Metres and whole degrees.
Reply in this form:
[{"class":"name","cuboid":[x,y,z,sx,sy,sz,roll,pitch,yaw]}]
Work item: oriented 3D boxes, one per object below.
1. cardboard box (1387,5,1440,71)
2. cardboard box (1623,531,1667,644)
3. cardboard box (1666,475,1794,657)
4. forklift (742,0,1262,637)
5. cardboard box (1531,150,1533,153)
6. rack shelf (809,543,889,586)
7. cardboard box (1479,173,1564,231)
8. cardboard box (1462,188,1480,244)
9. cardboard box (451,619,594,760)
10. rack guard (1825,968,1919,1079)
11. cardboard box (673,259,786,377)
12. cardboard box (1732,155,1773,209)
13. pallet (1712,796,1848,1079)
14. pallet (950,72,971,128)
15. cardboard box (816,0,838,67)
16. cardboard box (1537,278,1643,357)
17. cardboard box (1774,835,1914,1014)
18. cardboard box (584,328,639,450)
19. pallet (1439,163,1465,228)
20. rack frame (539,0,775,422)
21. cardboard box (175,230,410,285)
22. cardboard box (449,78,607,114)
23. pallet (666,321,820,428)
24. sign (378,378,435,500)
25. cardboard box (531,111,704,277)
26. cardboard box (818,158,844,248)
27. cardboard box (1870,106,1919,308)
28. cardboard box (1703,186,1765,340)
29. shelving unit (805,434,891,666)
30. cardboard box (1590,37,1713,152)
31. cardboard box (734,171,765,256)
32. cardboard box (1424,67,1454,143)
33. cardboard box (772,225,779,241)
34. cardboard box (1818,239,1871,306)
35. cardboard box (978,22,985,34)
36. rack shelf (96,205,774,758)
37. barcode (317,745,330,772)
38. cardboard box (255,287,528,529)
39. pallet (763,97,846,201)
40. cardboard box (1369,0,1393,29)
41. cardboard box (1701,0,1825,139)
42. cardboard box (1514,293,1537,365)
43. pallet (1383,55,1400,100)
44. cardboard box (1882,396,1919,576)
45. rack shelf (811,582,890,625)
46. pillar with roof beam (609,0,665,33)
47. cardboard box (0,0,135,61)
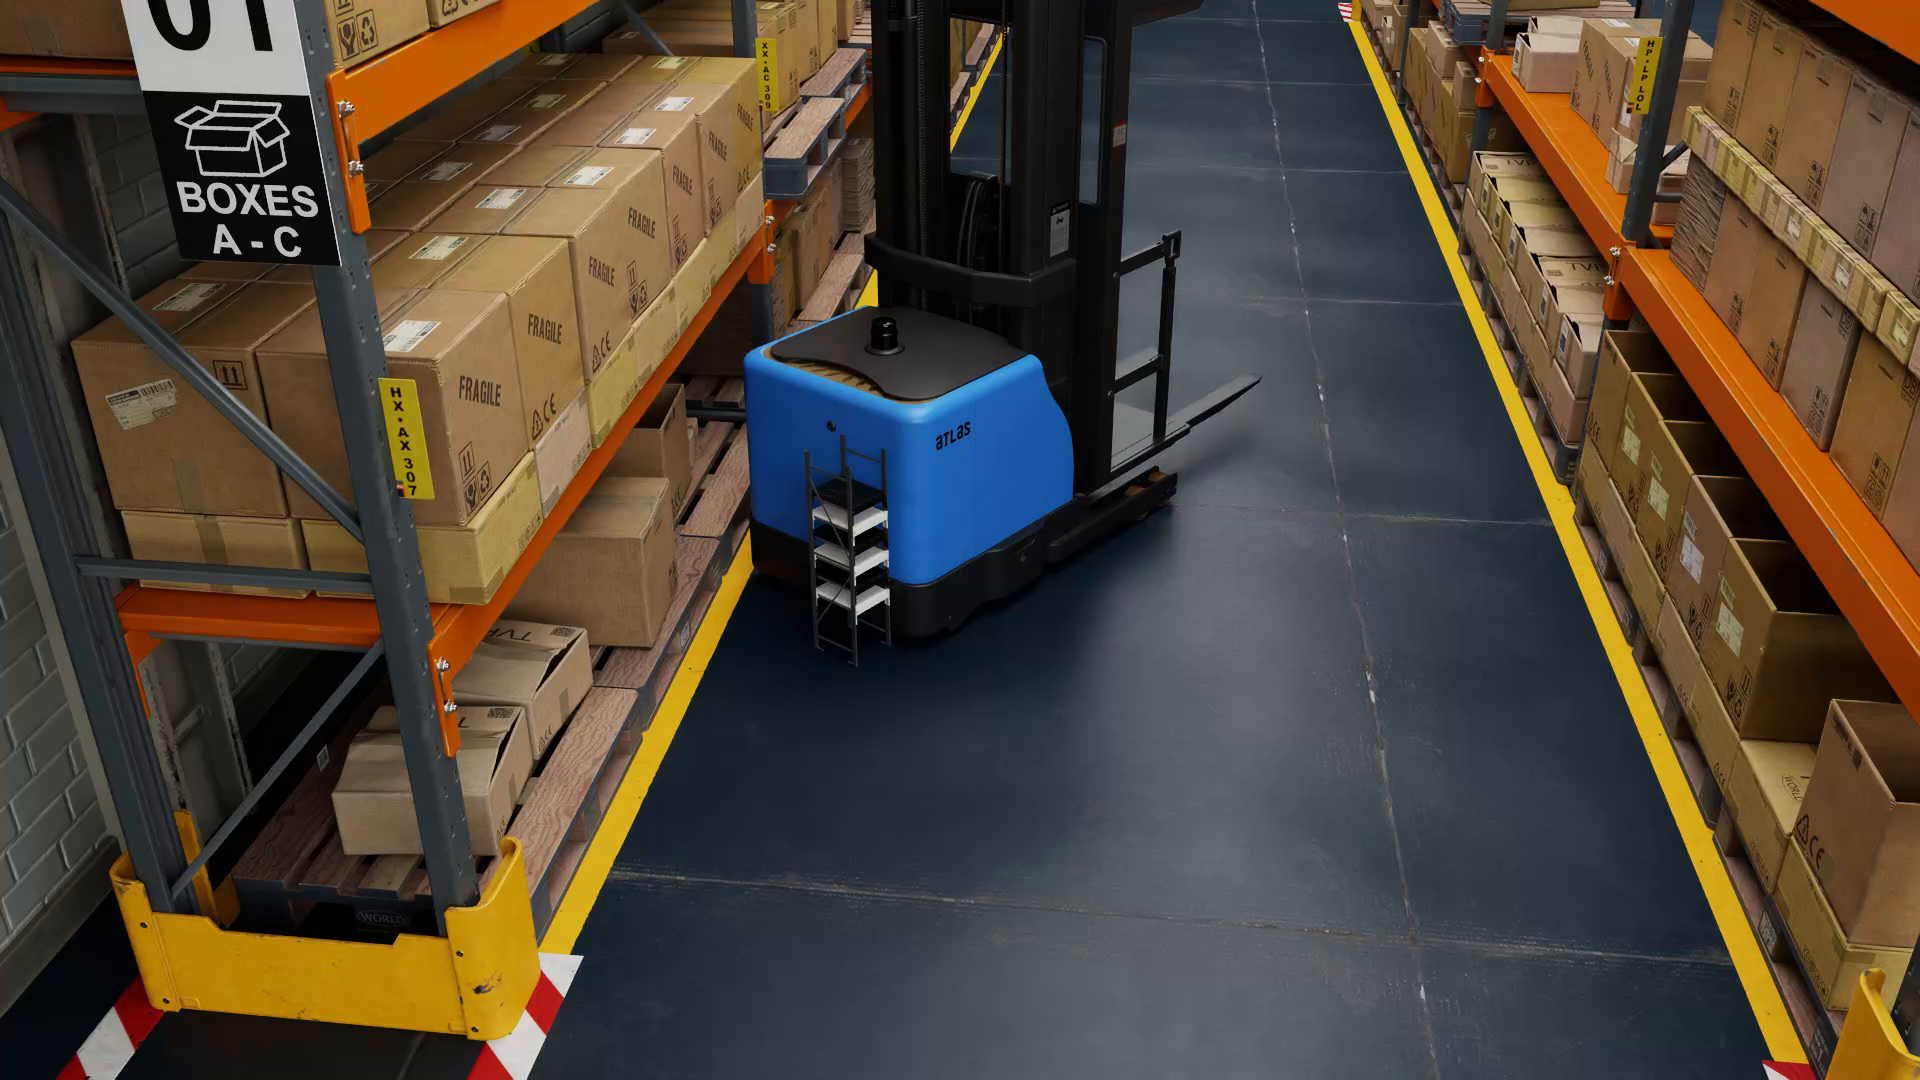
[{"class":"cardboard box","cuboid":[4.257,-4.640,15.372,0.500,0.500,0.500,3,28,6]},{"class":"cardboard box","cuboid":[2.998,0.200,6.672,0.500,0.250,0.500,3,28,6]},{"class":"cardboard box","cuboid":[2.939,0.105,6.057,0.500,0.500,0.500,3,28,6]},{"class":"forklift","cuboid":[0.398,-1.519,7.479,1.130,2.935,3.031,21,35,34]},{"class":"cardboard box","cuboid":[4.318,-2.670,11.715,0.500,0.500,0.500,5,29,8]},{"class":"rack shelf","cuboid":[-0.448,0.075,6.732,0.258,0.077,0.200,21,35,34]},{"class":"cardboard box","cuboid":[3.567,-2.123,10.393,0.500,0.311,0.500,3,28,5]},{"class":"cardboard box","cuboid":[3.623,-2.124,10.986,0.500,0.250,0.500,3,28,6]},{"class":"cardboard box","cuboid":[-1.674,0.502,6.027,0.500,0.311,0.500,6,29,10]},{"class":"rack guard","cuboid":[2.996,1.498,4.442,1.175,0.500,0.348,3,28,6]},{"class":"cardboard box","cuboid":[-1.355,-1.223,9.029,0.700,0.500,0.500,4,29,8]},{"class":"cardboard box","cuboid":[3.172,-1.347,6.299,0.380,0.149,0.250,3,28,6]},{"class":"pallet","cuboid":[3.051,1.252,5.204,1.003,0.211,1.213,3,28,6]},{"class":"pallet","cuboid":[-0.468,-3.953,14.865,1.003,0.211,1.213,3,28,6]},{"class":"cardboard box","cuboid":[-1.116,-3.093,9.760,0.700,0.500,0.500,3,28,6]},{"class":"cardboard box","cuboid":[3.311,-1.170,8.624,0.500,0.311,0.500,4,29,8]},{"class":"cardboard box","cuboid":[2.771,1.143,4.923,0.500,0.250,0.500,3,28,6]},{"class":"cardboard box","cuboid":[-1.426,-0.538,5.724,0.500,0.250,0.500,3,28,5]},{"class":"pallet","cuboid":[4.108,-2.501,12.169,1.003,0.211,1.213,3,28,6]},{"class":"rack frame","cuboid":[-1.428,-1.782,7.896,1.000,3.000,0.127,3,28,6]},{"class":"cardboard box","cuboid":[-2.000,-0.643,5.127,0.500,0.500,0.500,4,29,7]},{"class":"cardboard box","cuboid":[-1.760,-1.603,6.909,0.500,0.500,0.500,3,28,6]},{"class":"pallet","cuboid":[-1.334,-0.921,9.238,1.003,0.211,1.213,3,28,6]},{"class":"sign","cuboid":[-1.380,-0.249,4.137,0.100,0.325,0.005,3,28,6]},{"class":"cardboard box","cuboid":[-1.307,-1.343,6.427,0.500,0.500,0.500,3,28,5]},{"class":"cardboard box","cuboid":[-1.153,-2.181,10.807,0.700,0.500,0.500,3,28,6]},{"class":"cardboard box","cuboid":[3.195,-0.958,4.892,0.700,0.500,0.500,3,29,6]},{"class":"cardboard box","cuboid":[3.382,-1.082,6.491,0.700,0.500,0.500,3,28,6]},{"class":"shelving unit","cuboid":[-0.448,0.046,6.716,0.258,0.900,0.210,21,35,34]},{"class":"cardboard box","cuboid":[3.725,-2.385,8.908,0.500,0.500,0.500,3,28,6]},{"class":"cardboard box","cuboid":[-1.185,-1.485,7.480,0.500,0.250,0.500,3,29,6]},{"class":"cardboard box","cuboid":[3.982,-3.417,13.102,0.500,0.500,0.500,2,28,4]},{"class":"cardboard box","cuboid":[-1.304,-1.761,9.237,0.500,0.250,0.500,3,28,5]},{"class":"cardboard box","cuboid":[3.044,-0.864,5.402,0.380,0.149,0.250,3,28,5]},{"class":"cardboard box","cuboid":[-0.125,-5.456,16.908,0.700,0.500,0.500,4,29,7]},{"class":"rack shelf","cuboid":[-1.673,-0.524,6.319,1.077,0.370,4.000,3,28,6]},{"class":"barcode","cuboid":[-2.139,0.734,5.586,0.001,0.075,0.075,3,28,6]},{"class":"cardboard box","cuboid":[-1.562,-0.380,4.639,0.500,0.500,0.500,3,28,6]},{"class":"pallet","cuboid":[-1.190,-2.049,8.593,1.003,0.211,1.213,3,28,6]},{"class":"cardboard box","cuboid":[4.488,-5.418,17.079,0.500,0.250,0.500,3,28,6]},{"class":"cardboard box","cuboid":[3.440,-1.902,6.645,0.700,0.500,0.500,3,29,6]},{"class":"cardboard box","cuboid":[3.378,-1.162,9.200,0.500,0.250,0.500,4,29,7]},{"class":"pallet","cuboid":[4.554,-4.358,15.616,1.003,0.211,1.213,3,28,6]},{"class":"cardboard box","cuboid":[3.128,-0.124,4.712,0.700,0.500,0.500,4,29,8]},{"class":"rack shelf","cuboid":[-0.448,0.234,6.817,0.258,0.077,0.200,21,35,34]},{"class":"pillar with roof beam","cuboid":[2.317,-5.495,8.461,9.100,9.000,0.400,3,28,6]},{"class":"cardboard box","cuboid":[-2.119,-1.484,4.053,0.500,0.500,0.500,5,29,10]}]
